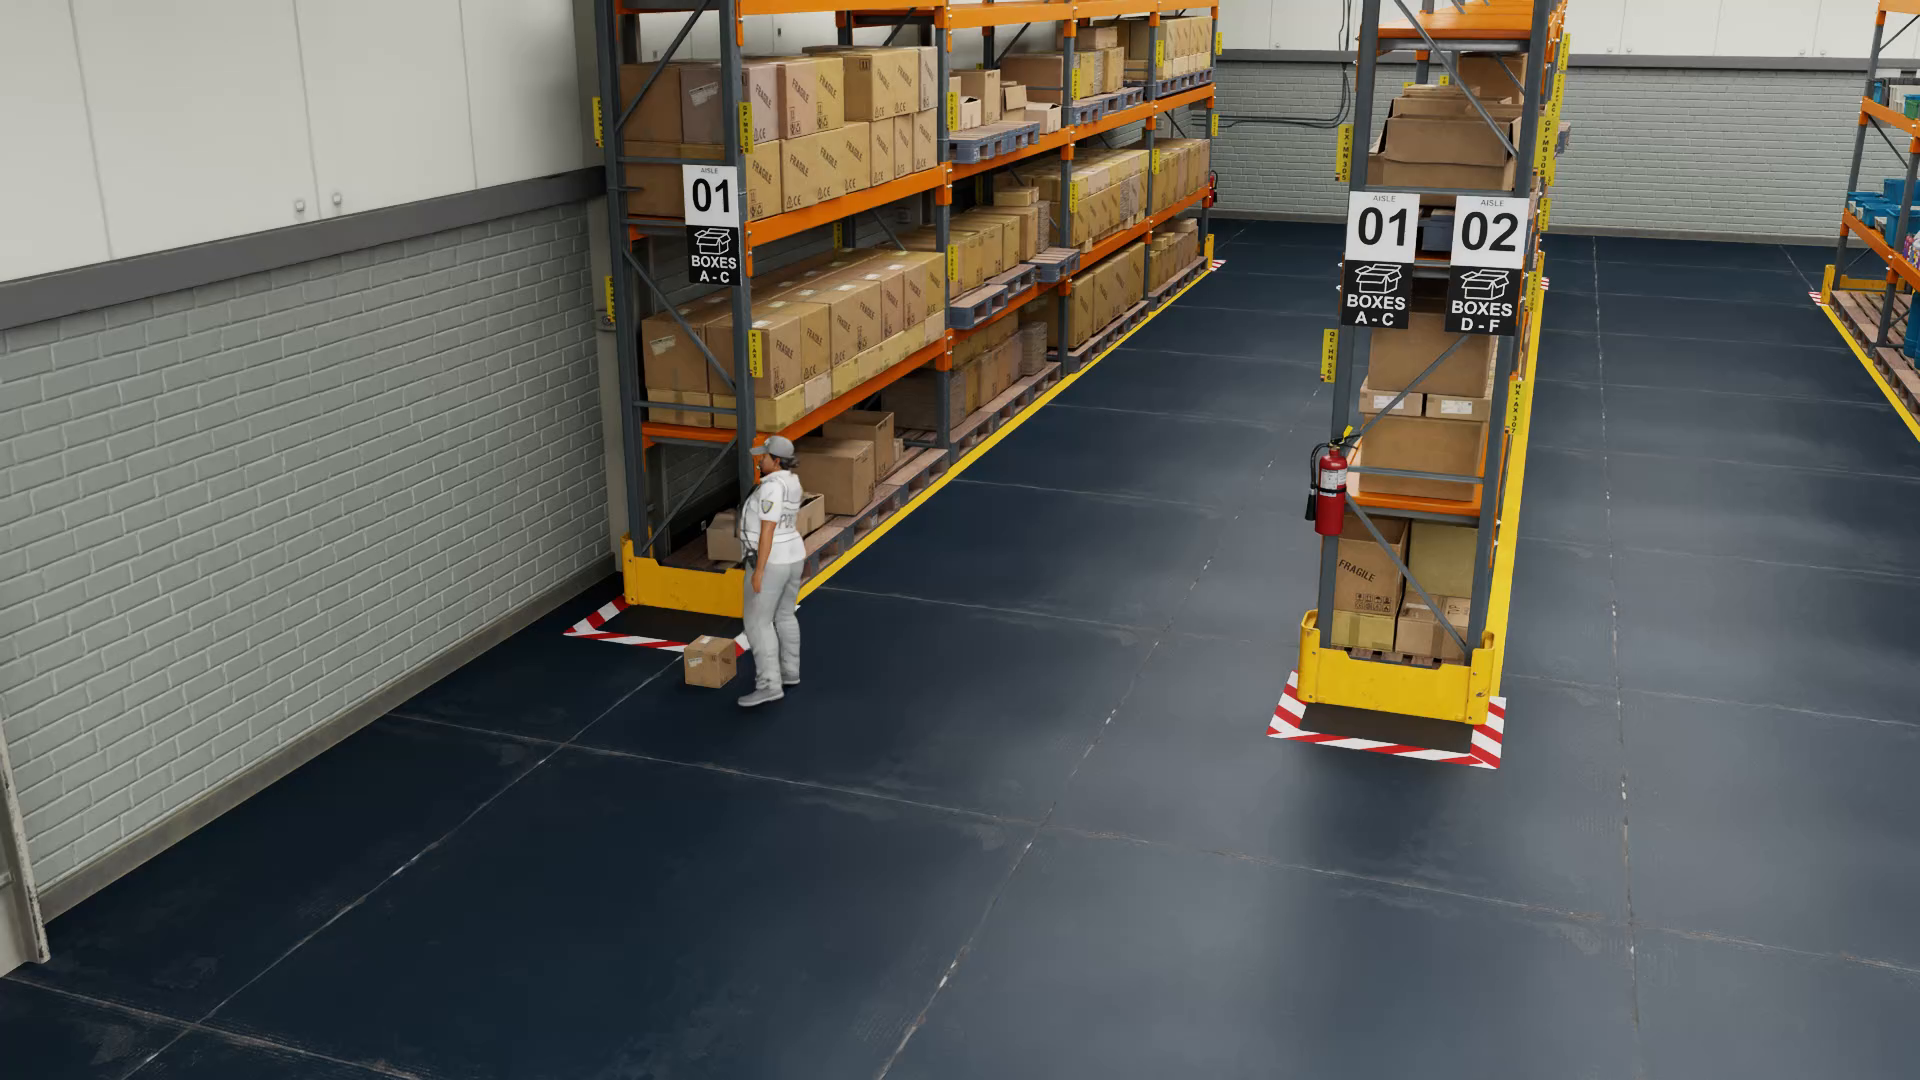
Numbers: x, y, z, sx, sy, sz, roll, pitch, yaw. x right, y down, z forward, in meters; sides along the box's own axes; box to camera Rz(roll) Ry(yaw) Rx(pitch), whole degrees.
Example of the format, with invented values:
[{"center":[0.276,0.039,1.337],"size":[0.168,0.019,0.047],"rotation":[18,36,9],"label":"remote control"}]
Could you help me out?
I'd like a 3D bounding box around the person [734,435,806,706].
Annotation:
[{"center":[-1.199,0.191,10.483],"size":[0.382,1.668,0.662],"rotation":[7,20,19],"label":"person"}]
